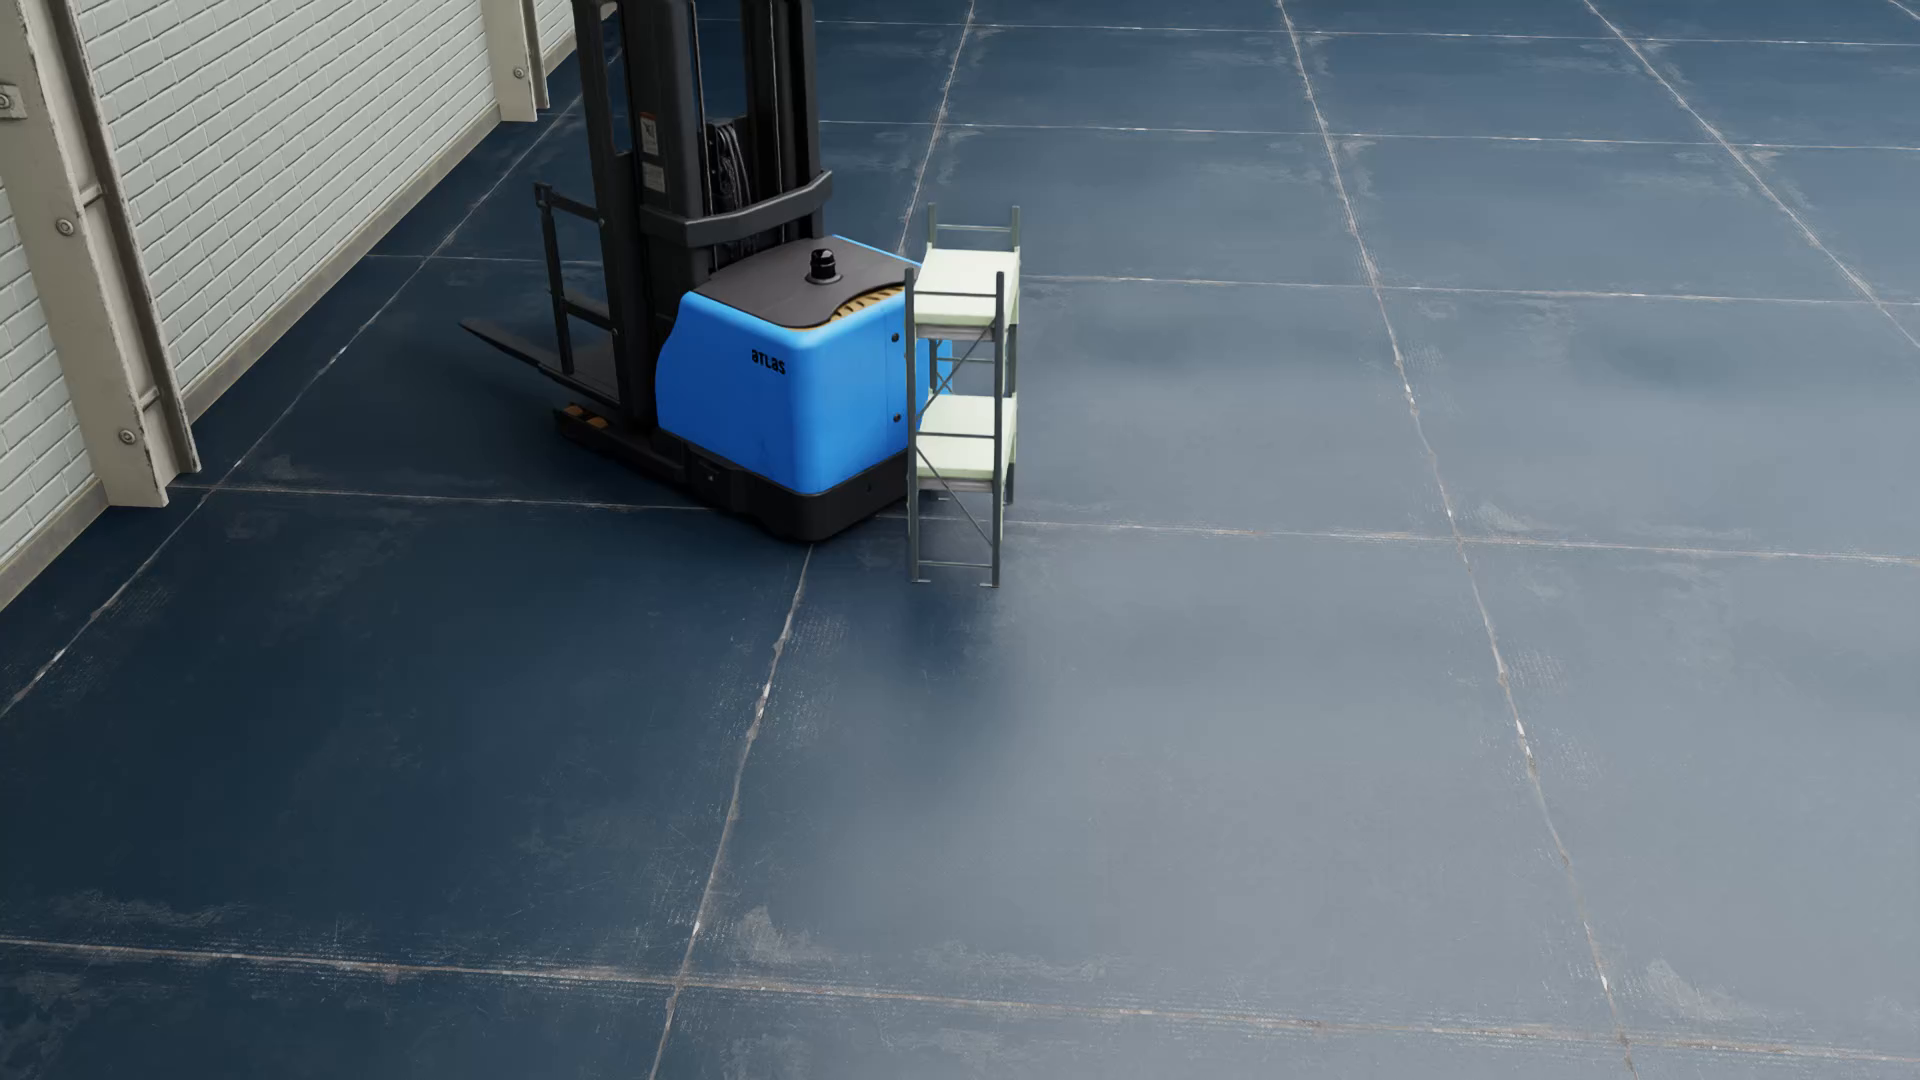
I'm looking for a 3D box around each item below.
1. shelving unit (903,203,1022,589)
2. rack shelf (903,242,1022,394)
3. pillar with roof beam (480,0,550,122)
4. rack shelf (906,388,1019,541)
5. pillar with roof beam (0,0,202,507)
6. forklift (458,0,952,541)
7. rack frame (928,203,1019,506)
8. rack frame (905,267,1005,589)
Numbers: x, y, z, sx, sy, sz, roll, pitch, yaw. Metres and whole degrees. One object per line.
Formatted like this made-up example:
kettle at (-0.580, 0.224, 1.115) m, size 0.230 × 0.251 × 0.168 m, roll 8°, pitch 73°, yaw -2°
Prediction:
shelving unit at (0.019, -0.631, 7.344) m, size 0.431 × 1.500 × 0.755 m, roll 3°, pitch 32°, yaw 5°
rack shelf at (0.019, -0.963, 7.139) m, size 0.431 × 0.370 × 0.720 m, roll 3°, pitch 32°, yaw 5°
pillar with roof beam at (0.808, -7.052, 10.616) m, size 9.100 × 9.000 × 0.400 m, roll 2°, pitch 32°, yaw 4°
rack shelf at (0.019, -0.353, 7.515) m, size 0.431 × 0.370 × 0.720 m, roll 3°, pitch 32°, yaw 5°
pillar with roof beam at (0.320, -3.915, 5.525) m, size 9.100 × 9.000 × 0.400 m, roll 2°, pitch 32°, yaw 4°
forklift at (-1.460, -1.891, 8.024) m, size 3.031 × 2.935 × 1.130 m, roll 25°, pitch 39°, yaw 34°
rack frame at (0.060, -0.821, 7.653) m, size 0.400 × 1.500 × 0.023 m, roll 3°, pitch 32°, yaw 5°
rack frame at (-0.022, -0.440, 7.034) m, size 0.400 × 1.500 × 0.023 m, roll 3°, pitch 32°, yaw 5°
